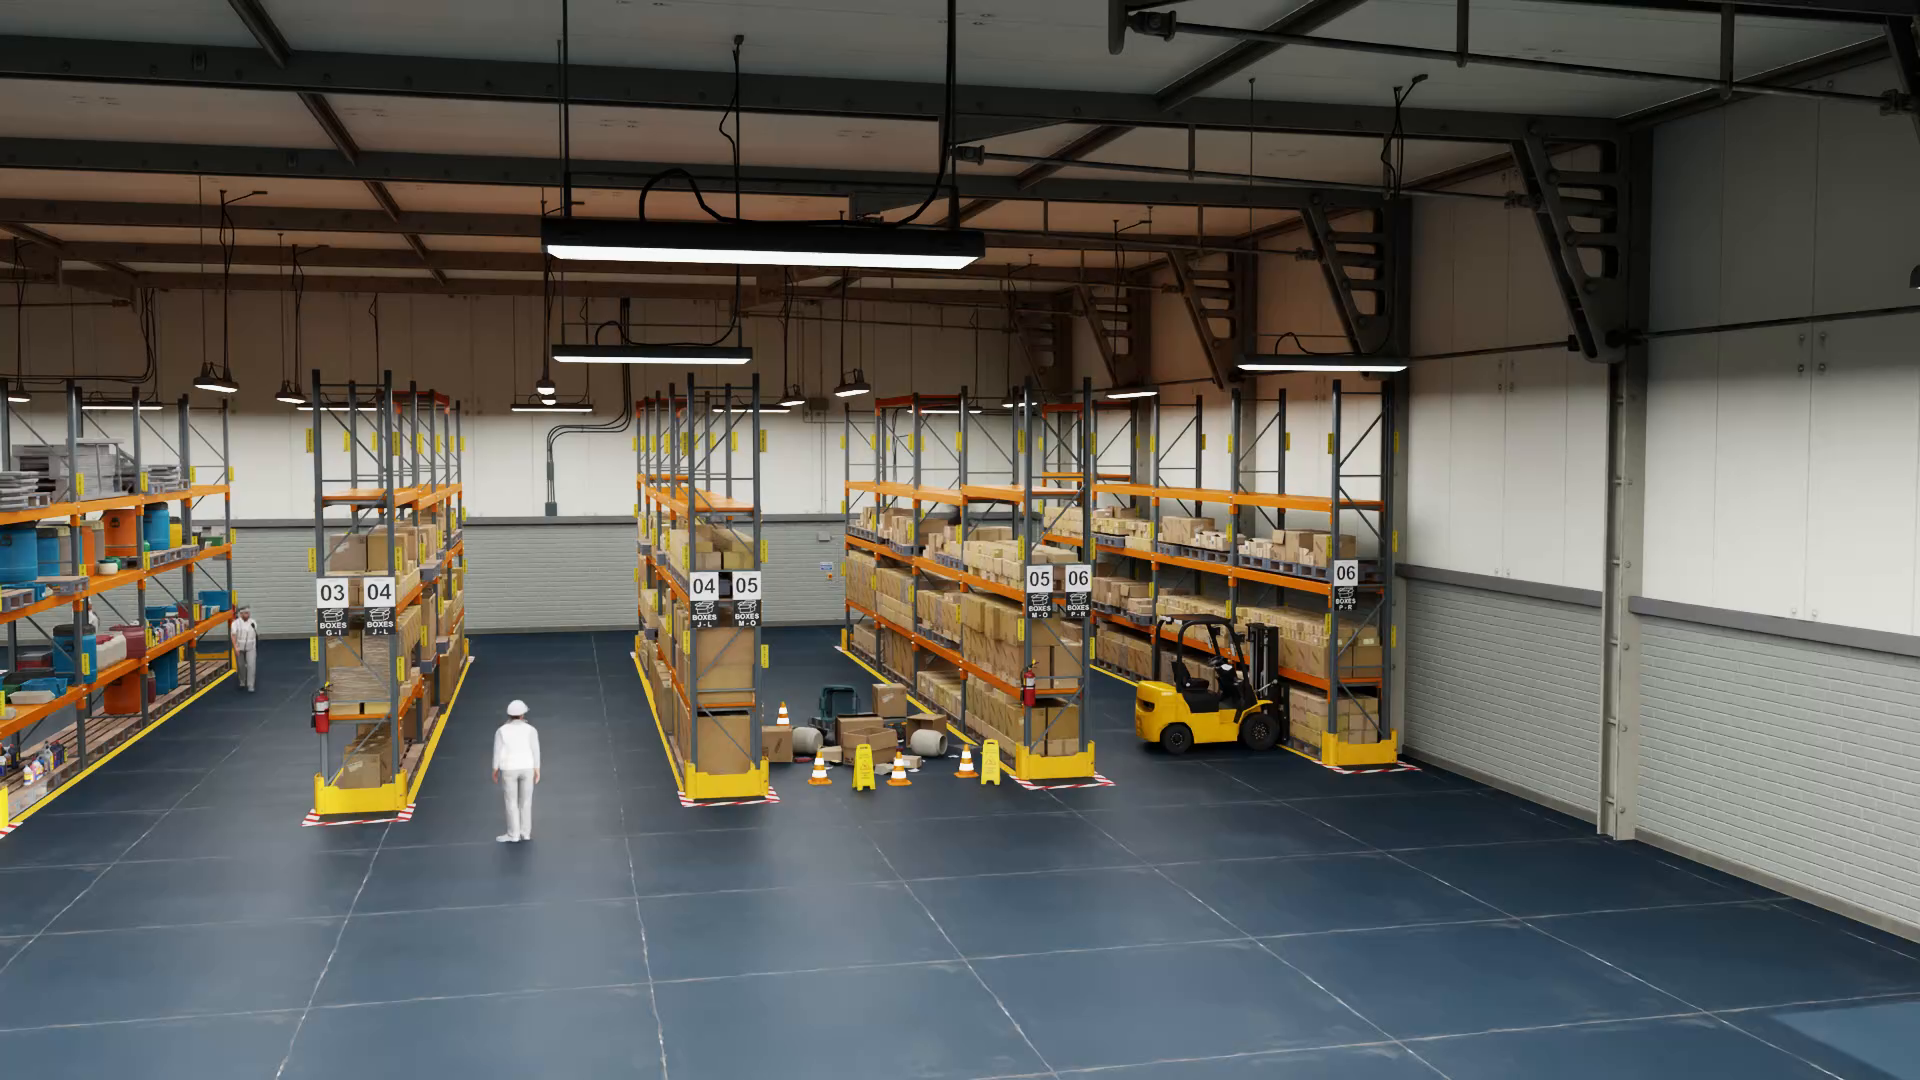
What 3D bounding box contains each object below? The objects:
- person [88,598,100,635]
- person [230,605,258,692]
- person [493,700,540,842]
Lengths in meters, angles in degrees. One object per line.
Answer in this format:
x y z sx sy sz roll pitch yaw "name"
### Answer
-18.944 2.077 36.288 0.921 1.620 0.552 -2 4 -29 "person"
-14.511 2.184 33.728 0.514 1.729 0.995 -1 4 -20 "person"
-5.591 2.908 20.979 0.574 1.794 0.398 -1 3 -16 "person"
